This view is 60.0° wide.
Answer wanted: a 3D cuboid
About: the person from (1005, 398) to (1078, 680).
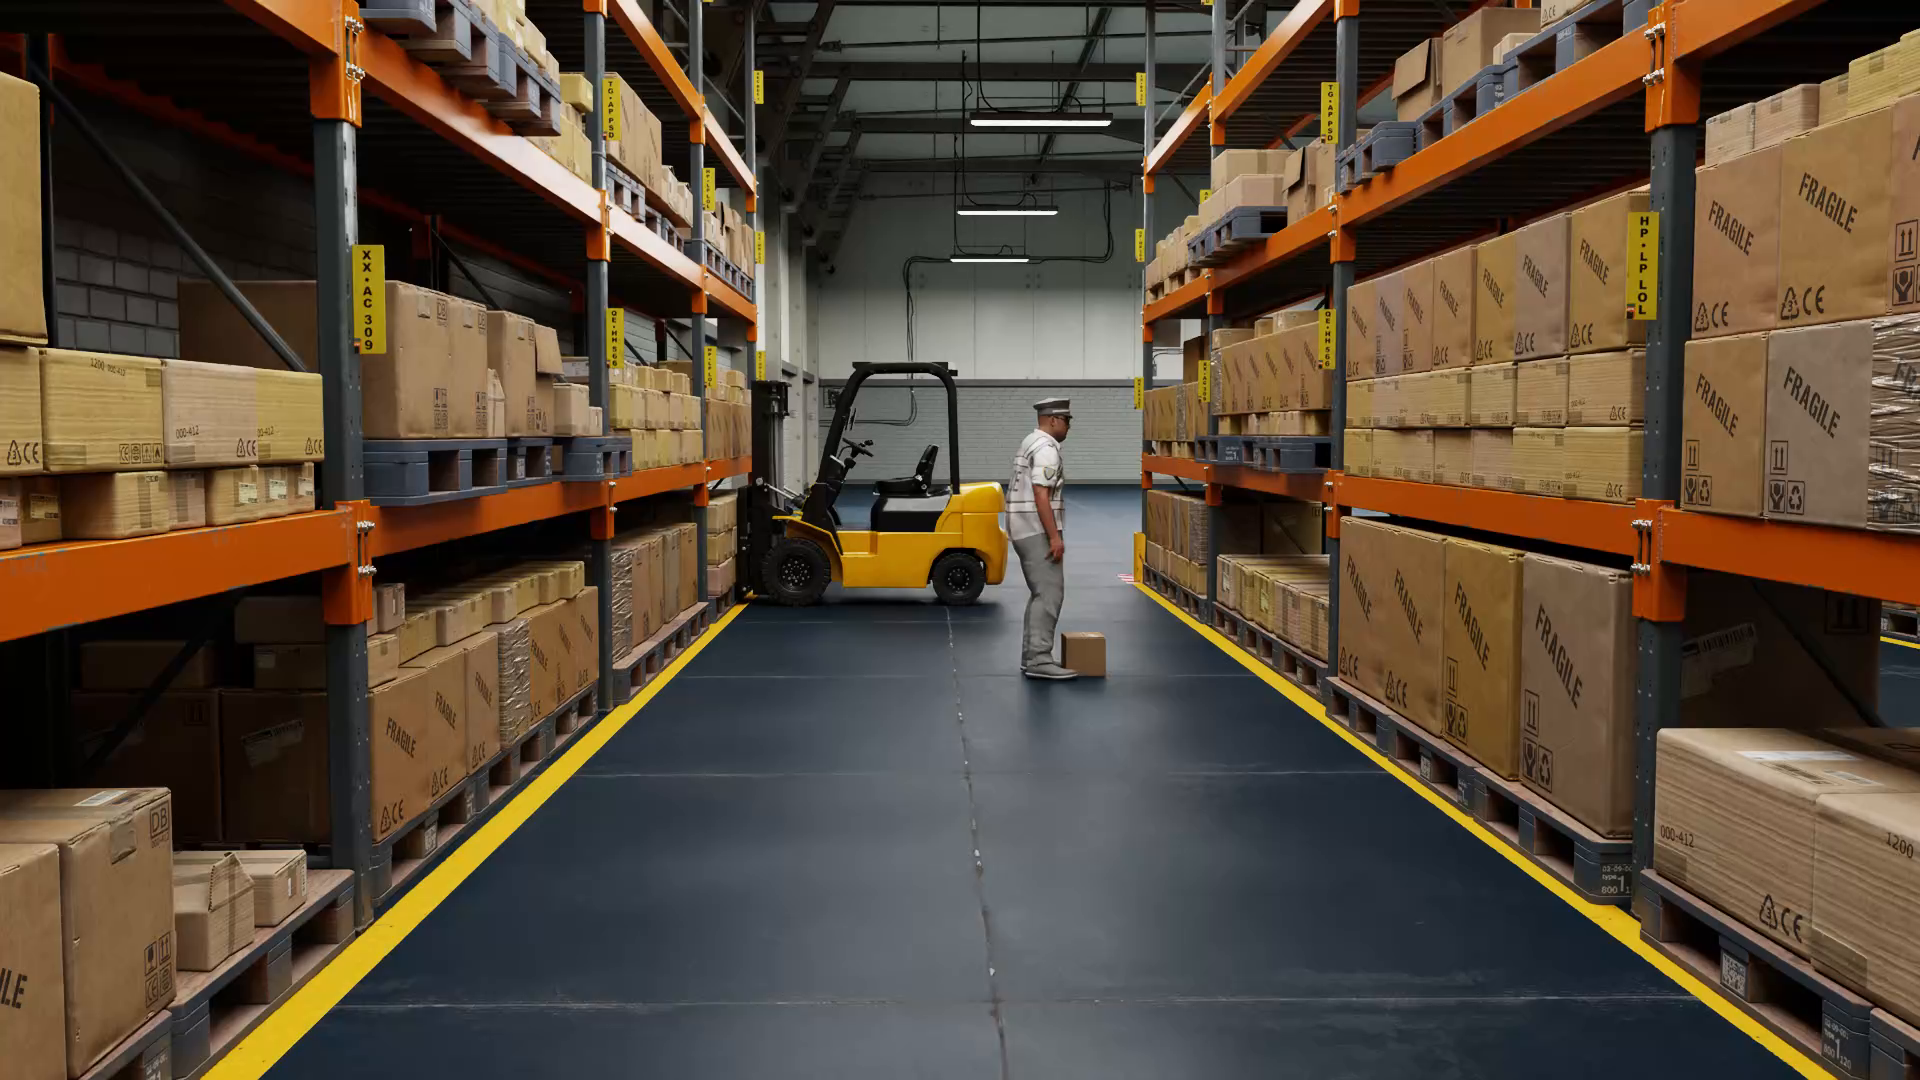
[{"bbox_3d":[0.508,-0.023,10.507,0.429,1.751,0.606,0,4,-4],"label":"person"}]
